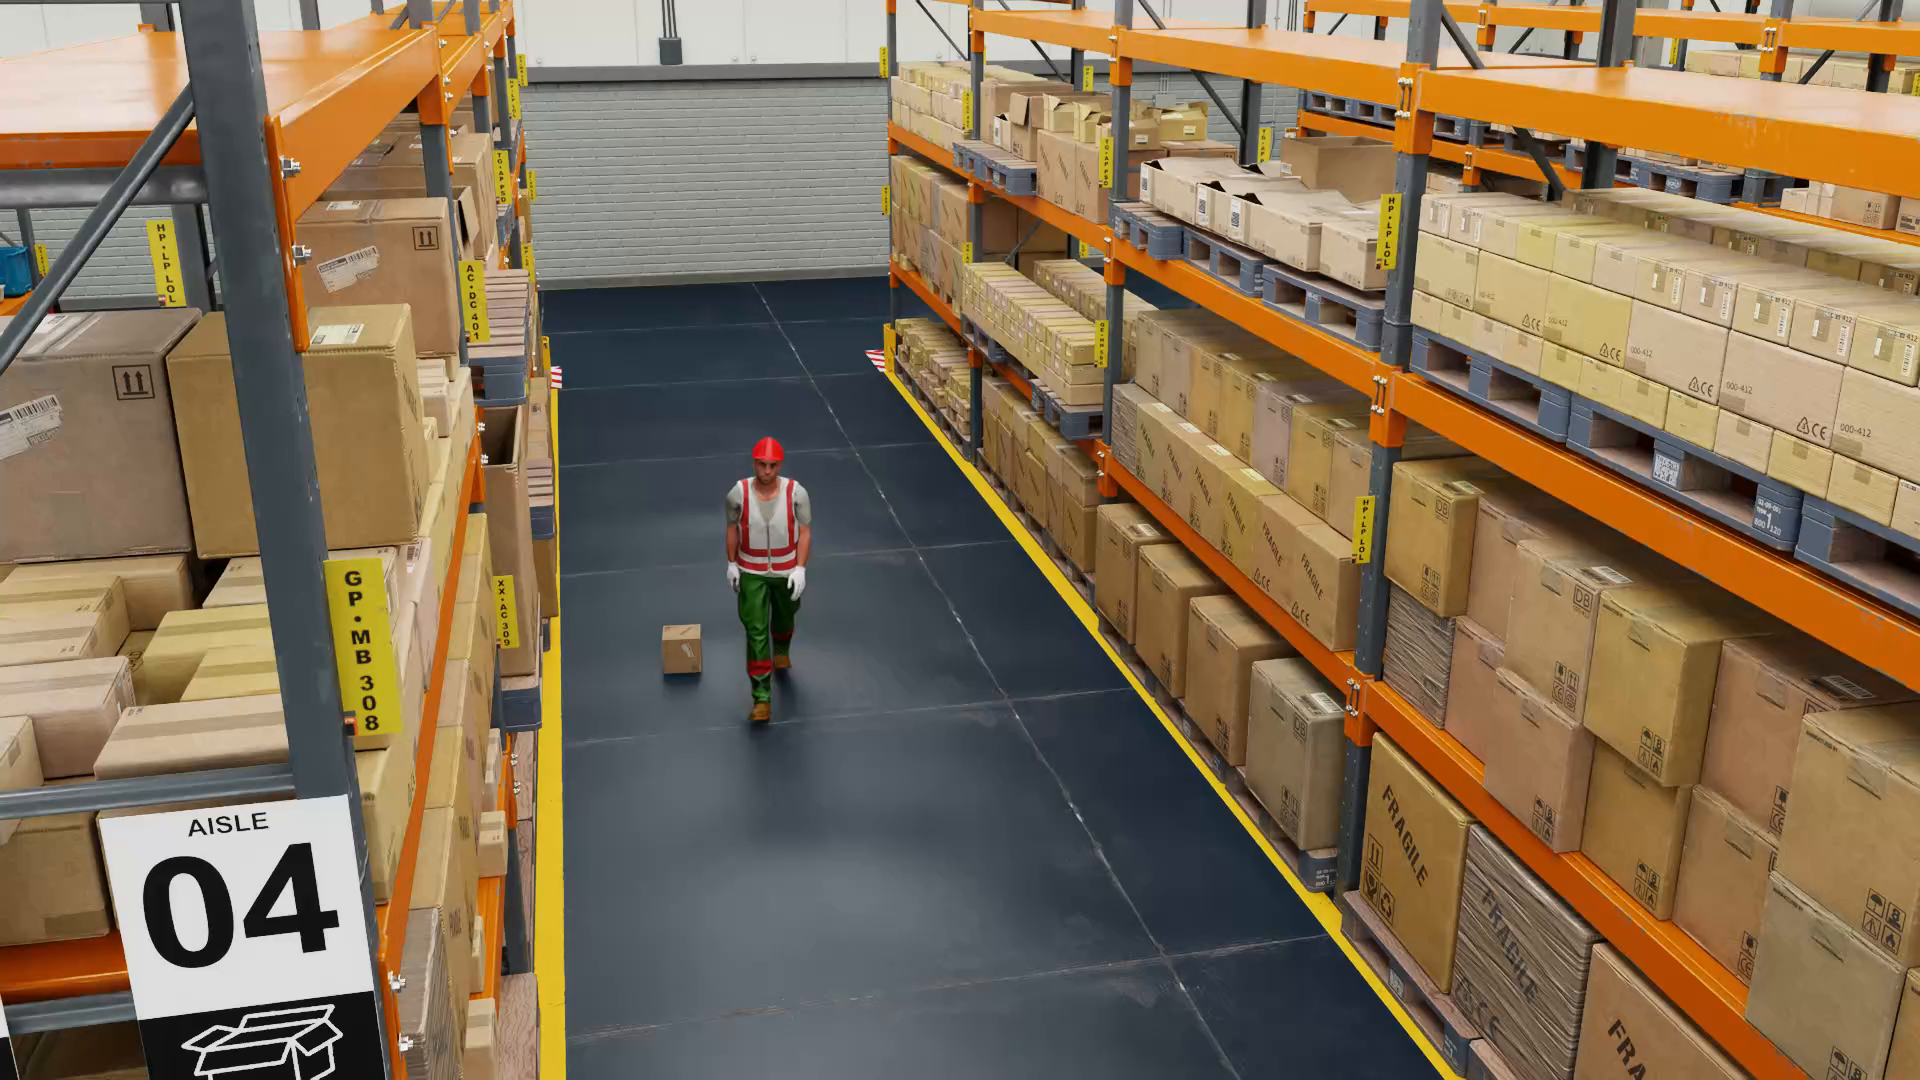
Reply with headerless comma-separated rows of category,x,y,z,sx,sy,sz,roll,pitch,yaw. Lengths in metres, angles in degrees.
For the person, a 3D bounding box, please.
person,-1.200,0.185,10.514,0.540,1.752,1.046,-4,20,-10
